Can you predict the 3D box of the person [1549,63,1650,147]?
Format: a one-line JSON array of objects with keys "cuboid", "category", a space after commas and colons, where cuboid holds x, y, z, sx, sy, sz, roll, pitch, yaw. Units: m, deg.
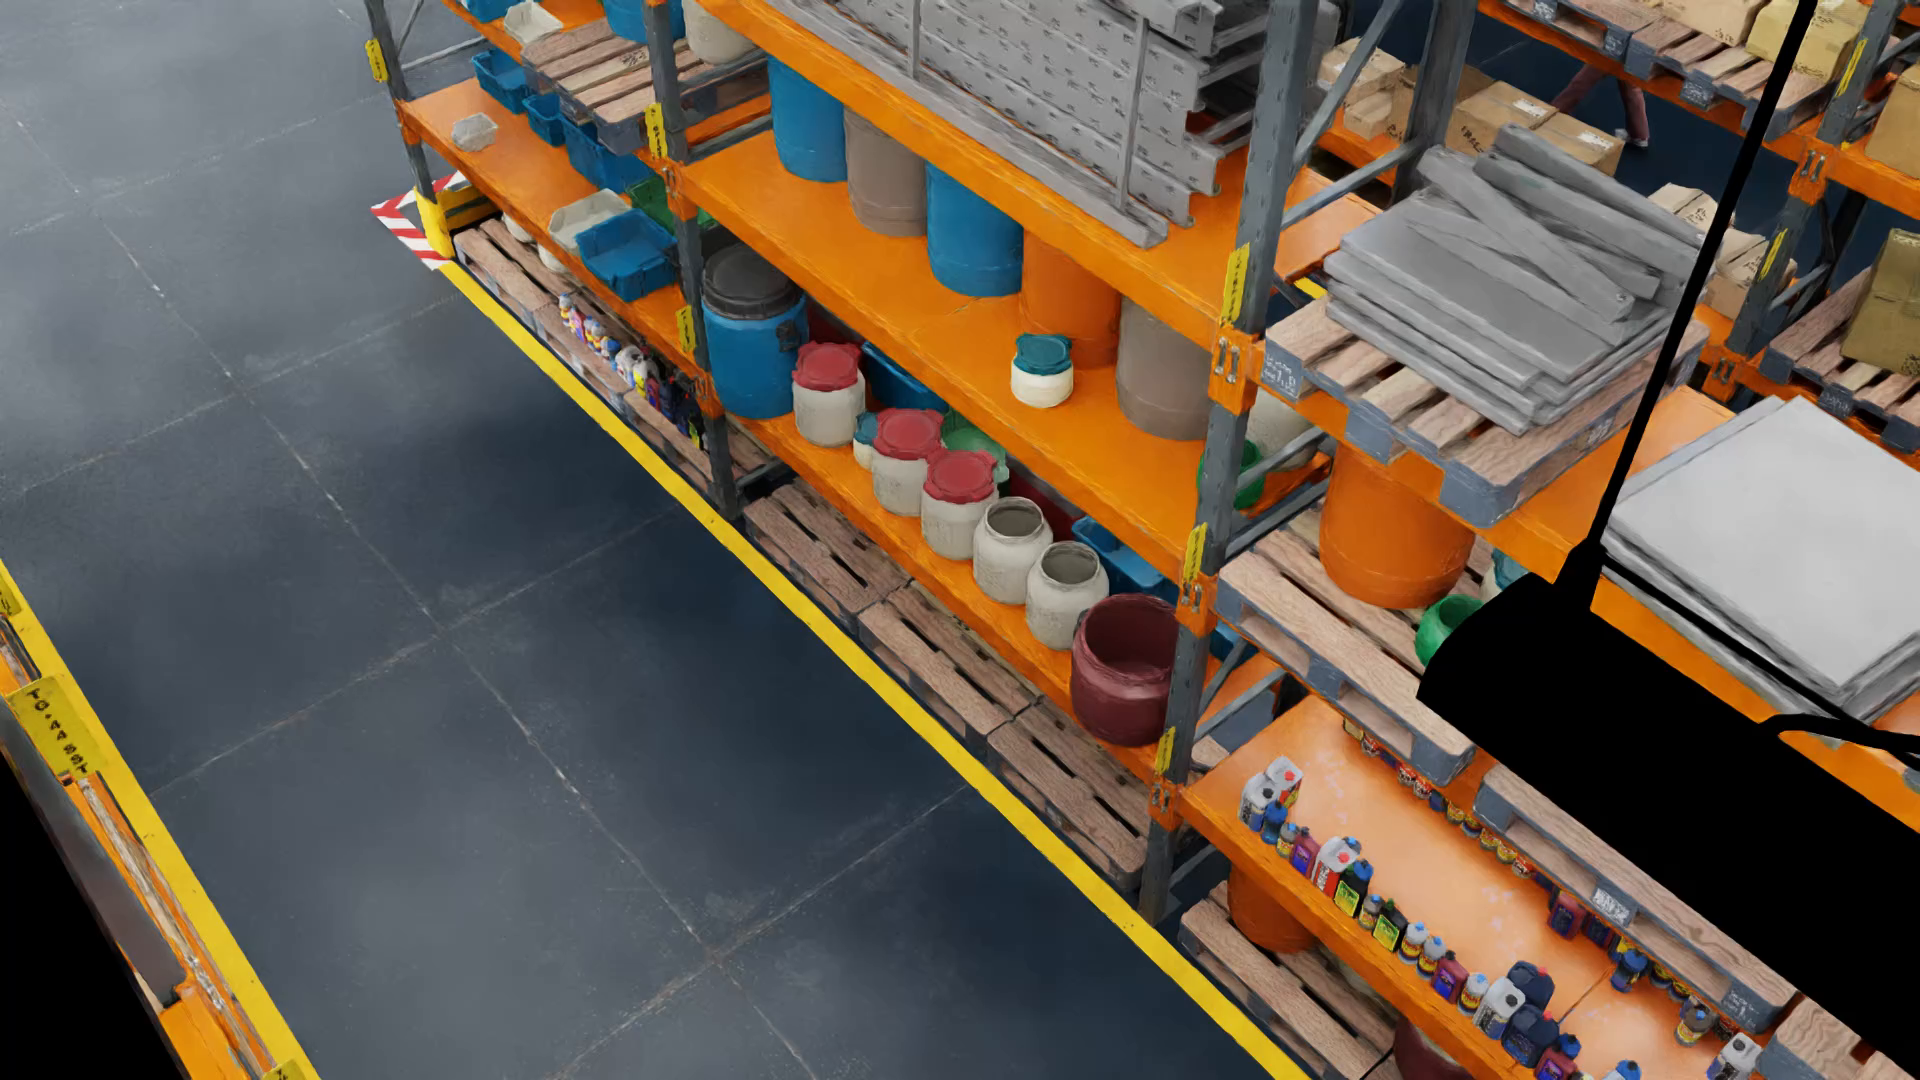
[{"cuboid": [5.404, -4.082, 13.731, 1.018, 1.604, 0.446, 32, 54, 27], "category": "person"}]
